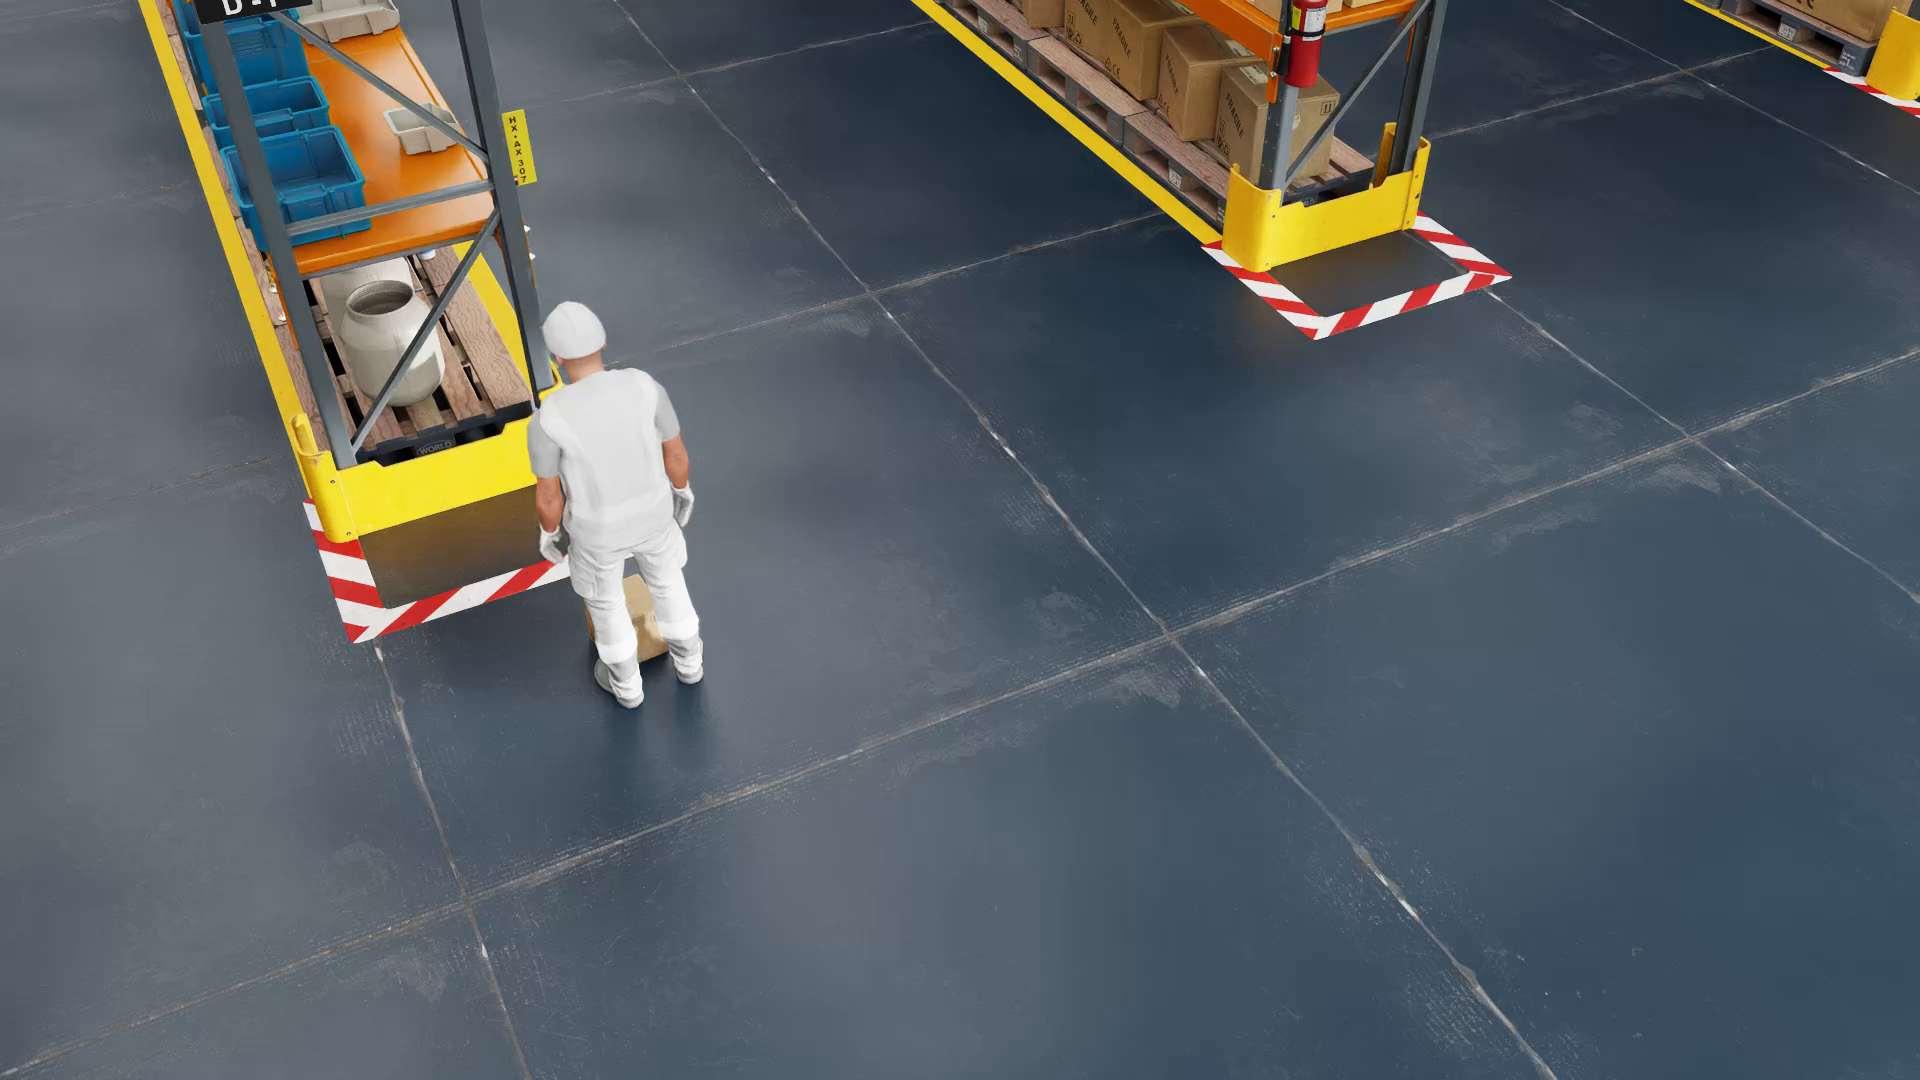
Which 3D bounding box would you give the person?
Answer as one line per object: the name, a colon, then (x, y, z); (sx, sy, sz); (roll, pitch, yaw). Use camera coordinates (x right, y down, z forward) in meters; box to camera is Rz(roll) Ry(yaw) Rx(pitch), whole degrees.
person: (-1.291, -0.101, 6.263); (0.613, 1.779, 0.455); (-19, 44, -21)
